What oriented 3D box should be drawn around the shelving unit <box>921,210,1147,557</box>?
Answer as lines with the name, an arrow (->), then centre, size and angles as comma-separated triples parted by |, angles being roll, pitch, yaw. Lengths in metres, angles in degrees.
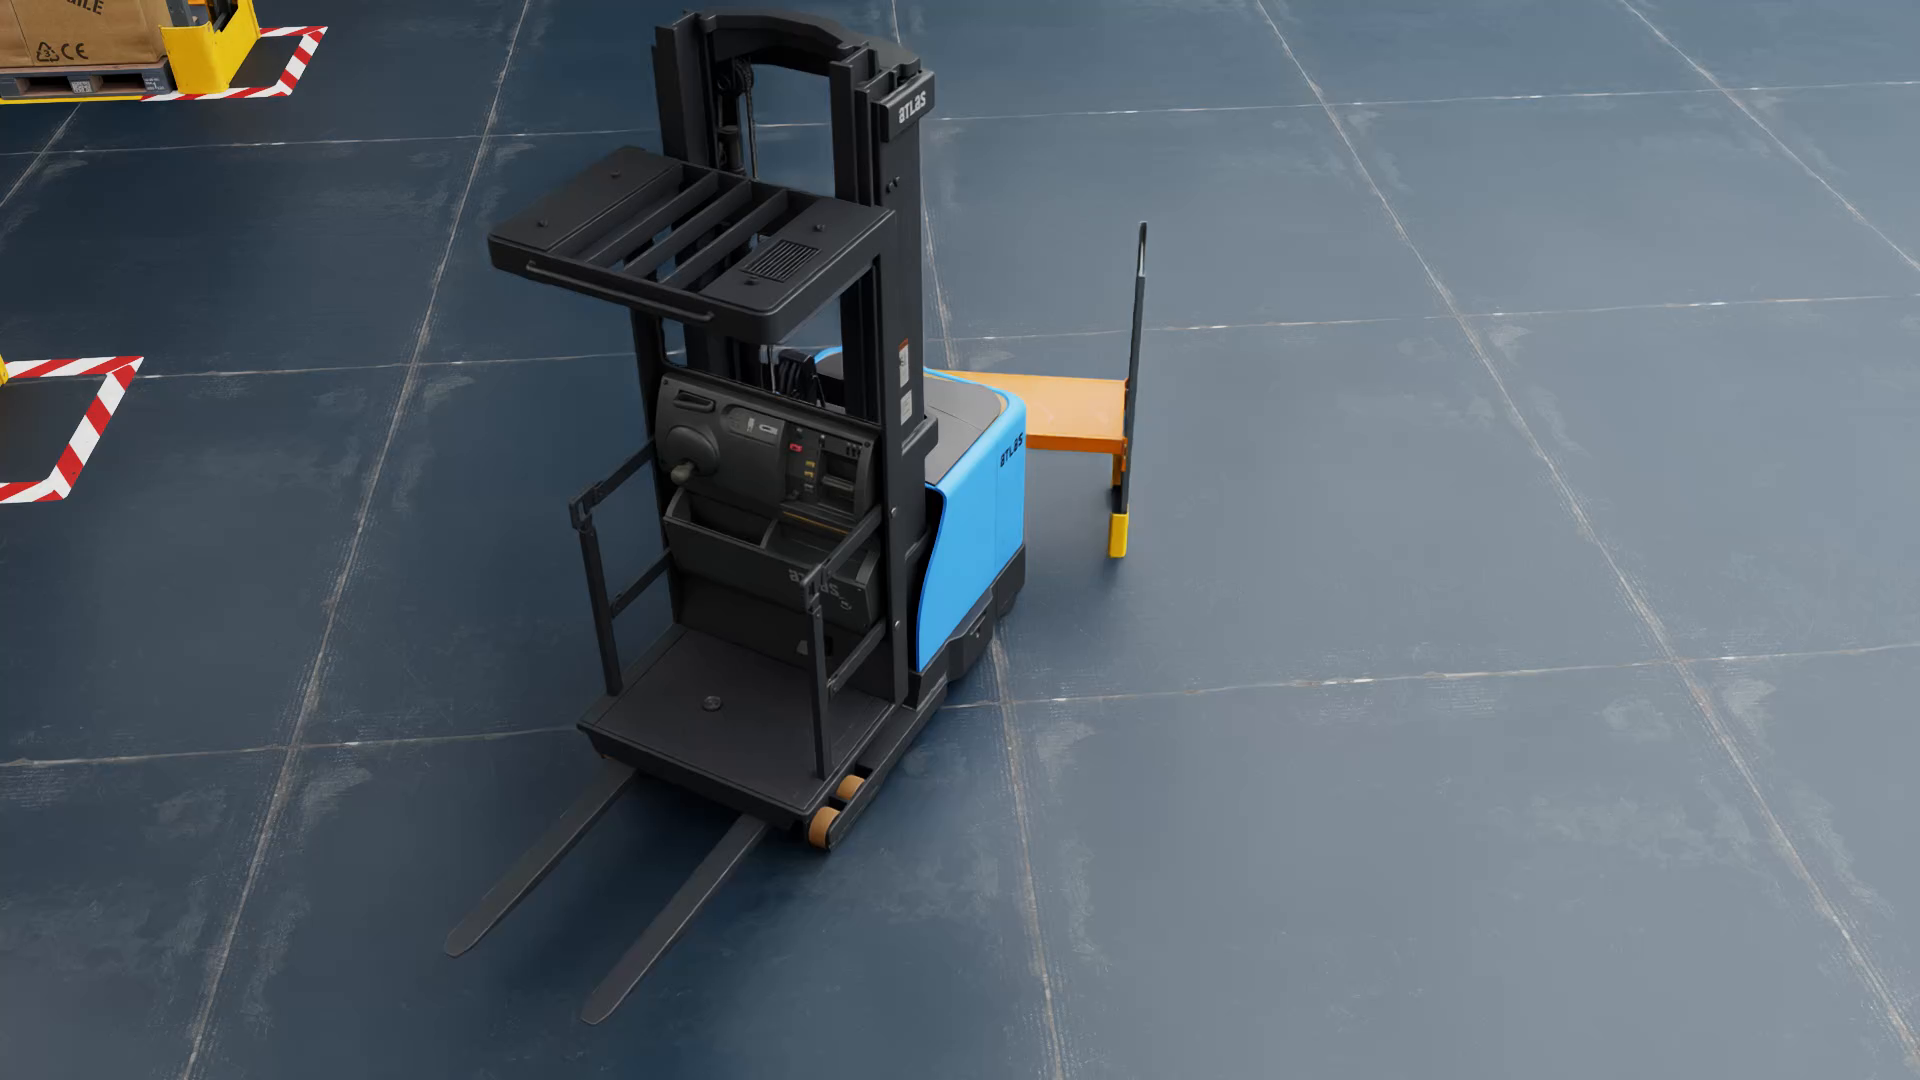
shelving unit -> 0.285, -0.722, 7.776 | 1.083, 1.500, 0.587 | 4, 38, 5

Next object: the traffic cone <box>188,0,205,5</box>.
traffic cone -> -6.314, -4.667, 13.613 | 0.334, 0.463, 0.336 | -3, 38, -4

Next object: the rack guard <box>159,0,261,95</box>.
rack guard -> -5.635, -3.836, 12.530 | 0.348, 0.500, 1.175 | -3, 38, -4

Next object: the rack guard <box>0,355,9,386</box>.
rack guard -> -5.396, -0.764, 8.637 | 0.348, 0.500, 1.175 | -3, 38, -4

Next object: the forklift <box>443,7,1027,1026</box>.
forklift -> -0.831, -0.257, 6.032 | 1.130, 2.935, 3.031 | 18, 42, 21

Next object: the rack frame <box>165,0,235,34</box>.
rack frame -> -5.659, -4.816, 11.754 | 0.127, 3.000, 1.000 | -3, 38, -4

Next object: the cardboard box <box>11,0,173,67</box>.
cardboard box -> -6.329, -4.068, 12.183 | 0.875, 0.875, 0.875 | -3, 38, -4

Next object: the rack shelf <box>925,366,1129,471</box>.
rack shelf -> 0.294, -0.580, 7.887 | 1.000, 0.185, 0.538 | 4, 38, 5

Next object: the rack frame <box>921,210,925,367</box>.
rack frame -> -0.212, -0.754, 7.817 | 0.032, 1.500, 0.500 | 4, 38, 5

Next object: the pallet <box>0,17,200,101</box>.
pallet -> -6.449, -3.629, 12.501 | 1.213, 0.211, 1.003 | -3, 38, -4

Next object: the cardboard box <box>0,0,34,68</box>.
cardboard box -> -7.205, -4.019, 12.120 | 0.875, 0.875, 0.875 | -4, 38, -5

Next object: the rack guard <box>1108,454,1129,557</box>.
rack guard -> 0.780, -0.199, 8.123 | 0.087, 0.250, 0.587 | 4, 38, 5

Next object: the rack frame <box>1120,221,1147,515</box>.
rack frame -> 0.800, -0.689, 7.734 | 0.032, 1.500, 0.500 | 4, 38, 5
